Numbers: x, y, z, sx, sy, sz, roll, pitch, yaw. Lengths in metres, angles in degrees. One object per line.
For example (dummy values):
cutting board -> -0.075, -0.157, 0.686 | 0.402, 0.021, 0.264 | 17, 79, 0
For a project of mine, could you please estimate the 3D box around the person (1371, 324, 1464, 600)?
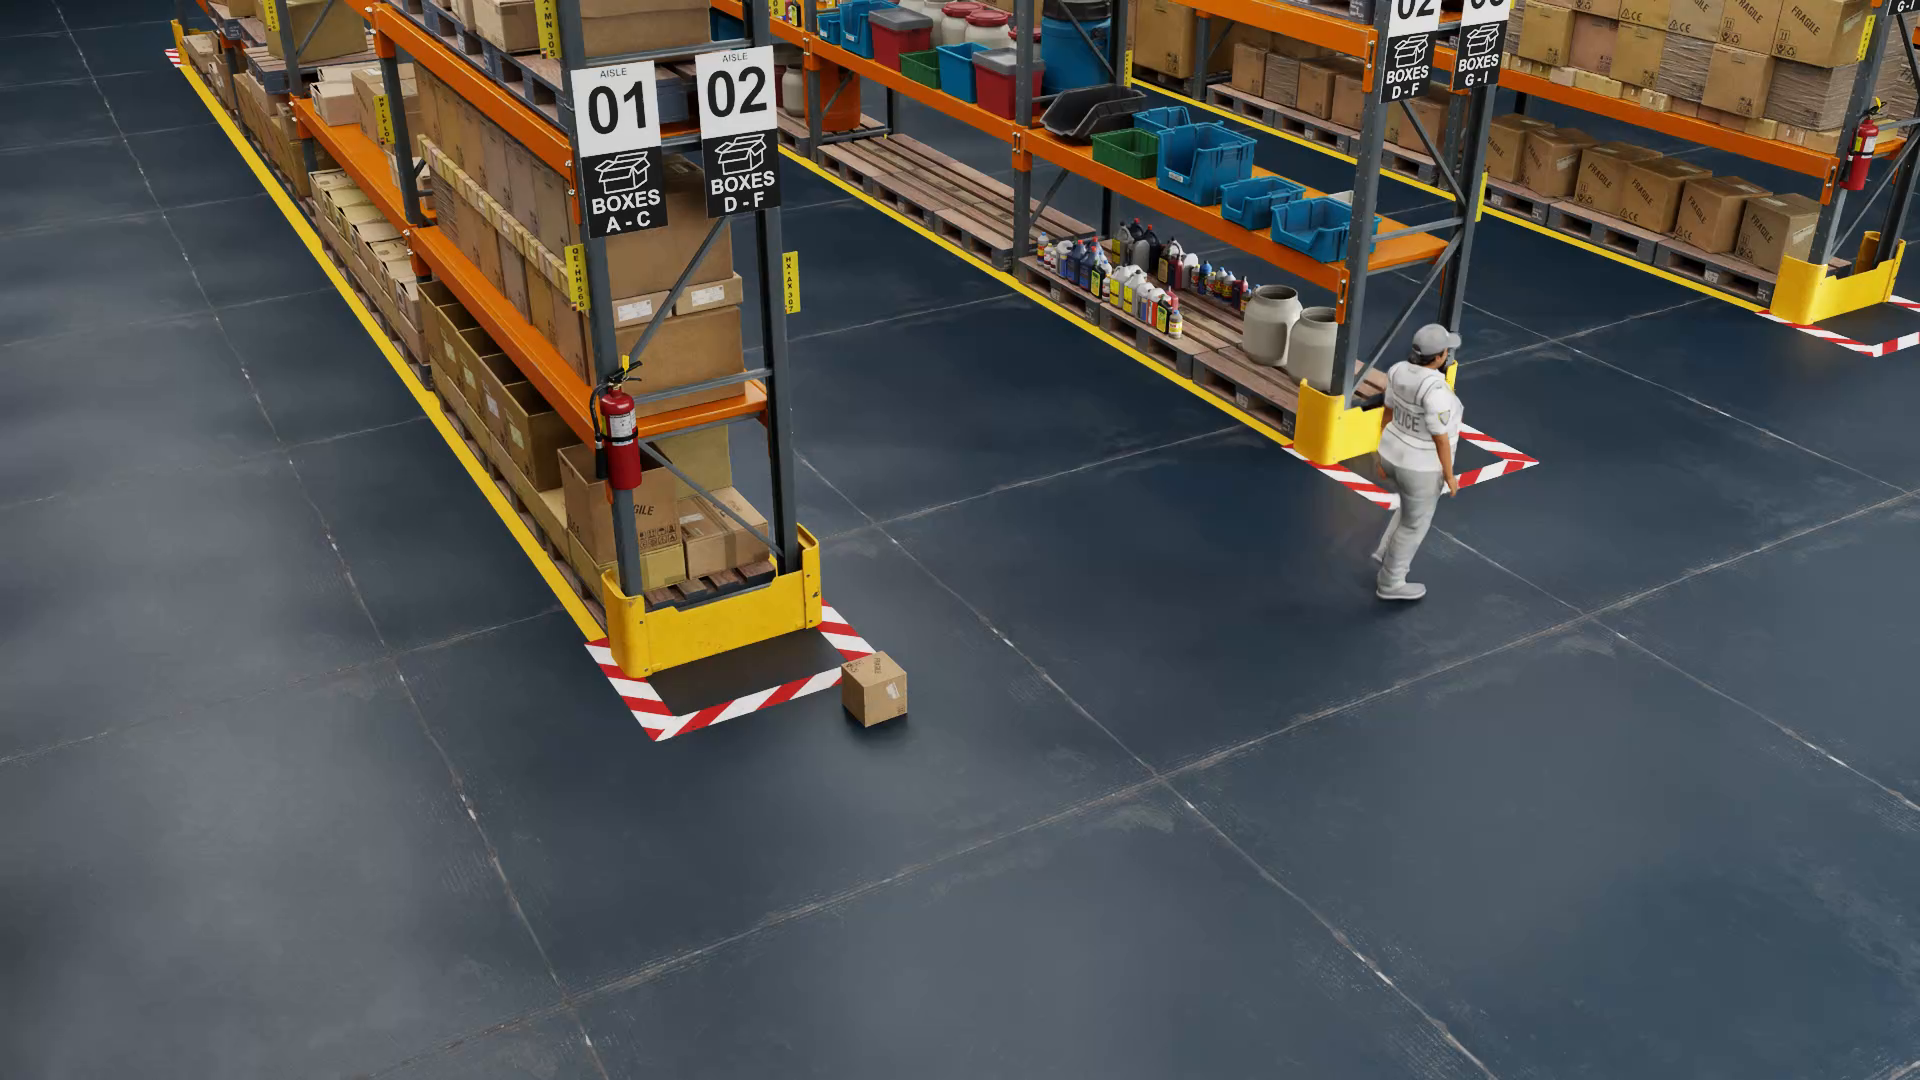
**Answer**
person -> 2.585, -0.417, 9.288 | 0.468, 1.694, 0.477 | -8, 30, -15
